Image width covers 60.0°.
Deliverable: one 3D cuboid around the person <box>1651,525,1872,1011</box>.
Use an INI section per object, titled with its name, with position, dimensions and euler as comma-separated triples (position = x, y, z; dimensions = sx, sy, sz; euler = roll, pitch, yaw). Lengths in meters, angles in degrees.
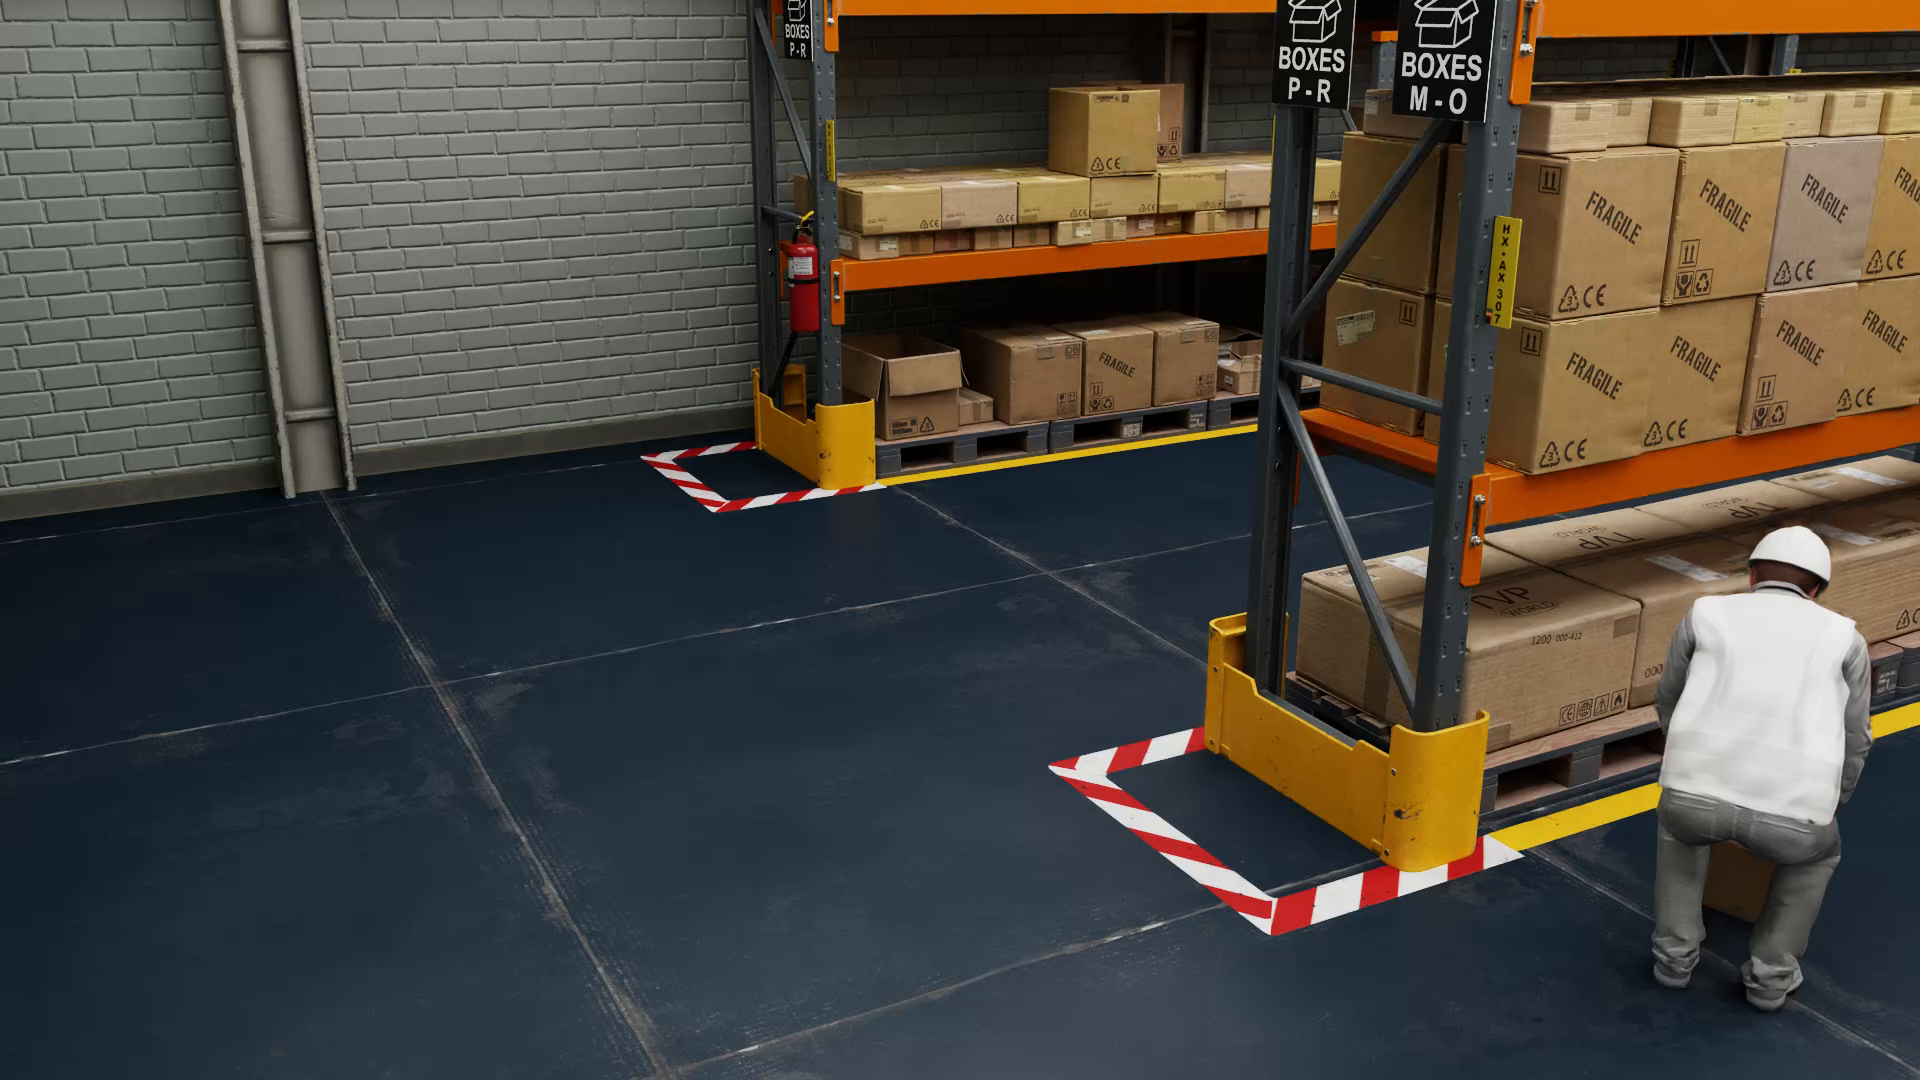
[person]
position = 2.264, 0.656, 4.794
dimensions = 0.585, 1.299, 0.824
euler = 13, 22, 33
